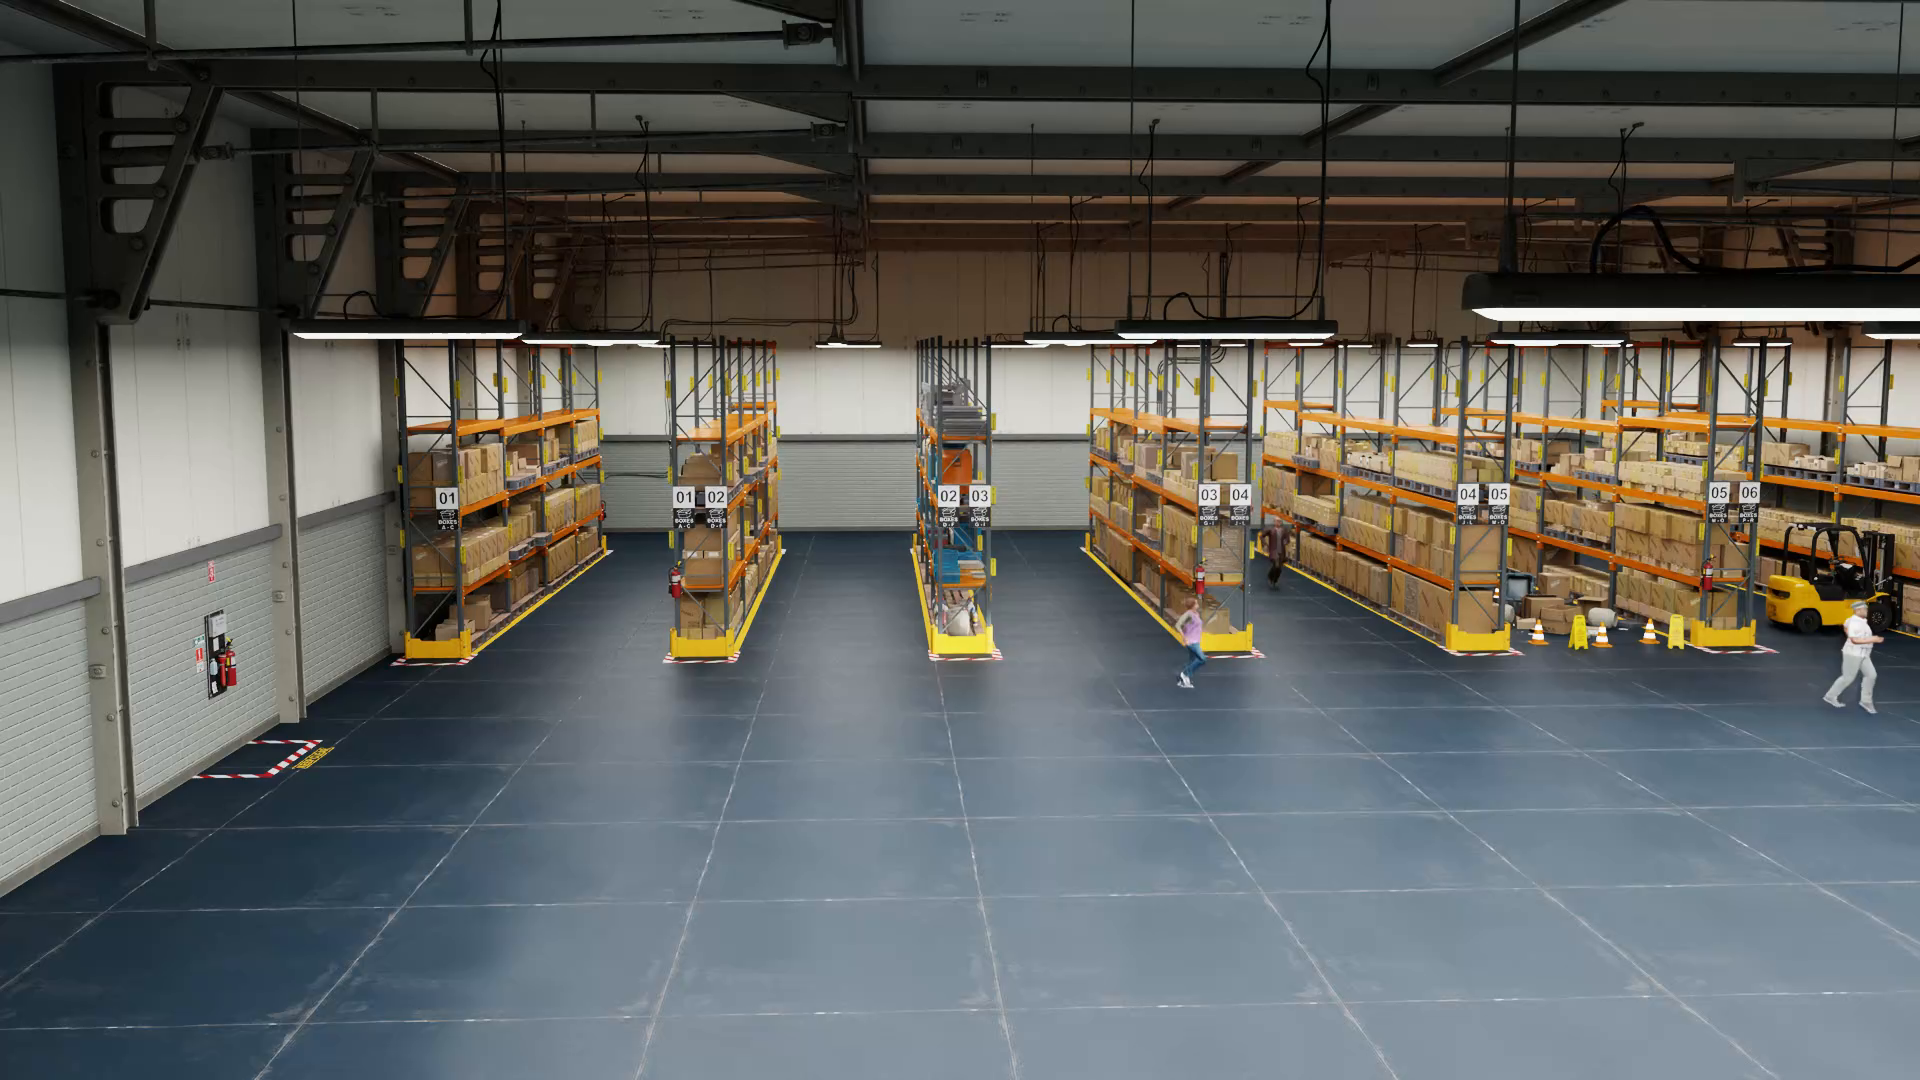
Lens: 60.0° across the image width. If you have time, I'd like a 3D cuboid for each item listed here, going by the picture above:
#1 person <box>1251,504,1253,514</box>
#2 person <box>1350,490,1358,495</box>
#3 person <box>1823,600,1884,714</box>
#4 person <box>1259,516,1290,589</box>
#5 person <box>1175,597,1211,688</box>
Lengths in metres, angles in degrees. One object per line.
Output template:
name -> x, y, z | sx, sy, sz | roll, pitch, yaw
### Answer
person -> 8.297, -0.639, 48.973 | 0.603, 1.619, 0.857 | -4, 8, -33
person -> 11.720, -0.681, 49.387 | 0.789, 1.642, 0.504 | 0, 6, 1
person -> 14.219, 1.857, 26.418 | 0.819, 1.852, 0.643 | 6, 9, 42
person -> 7.620, 0.305, 39.951 | 0.682, 1.743, 0.702 | -2, 7, -14
person -> 3.960, 1.755, 28.135 | 0.591, 1.550, 0.522 | 3, 7, 26
